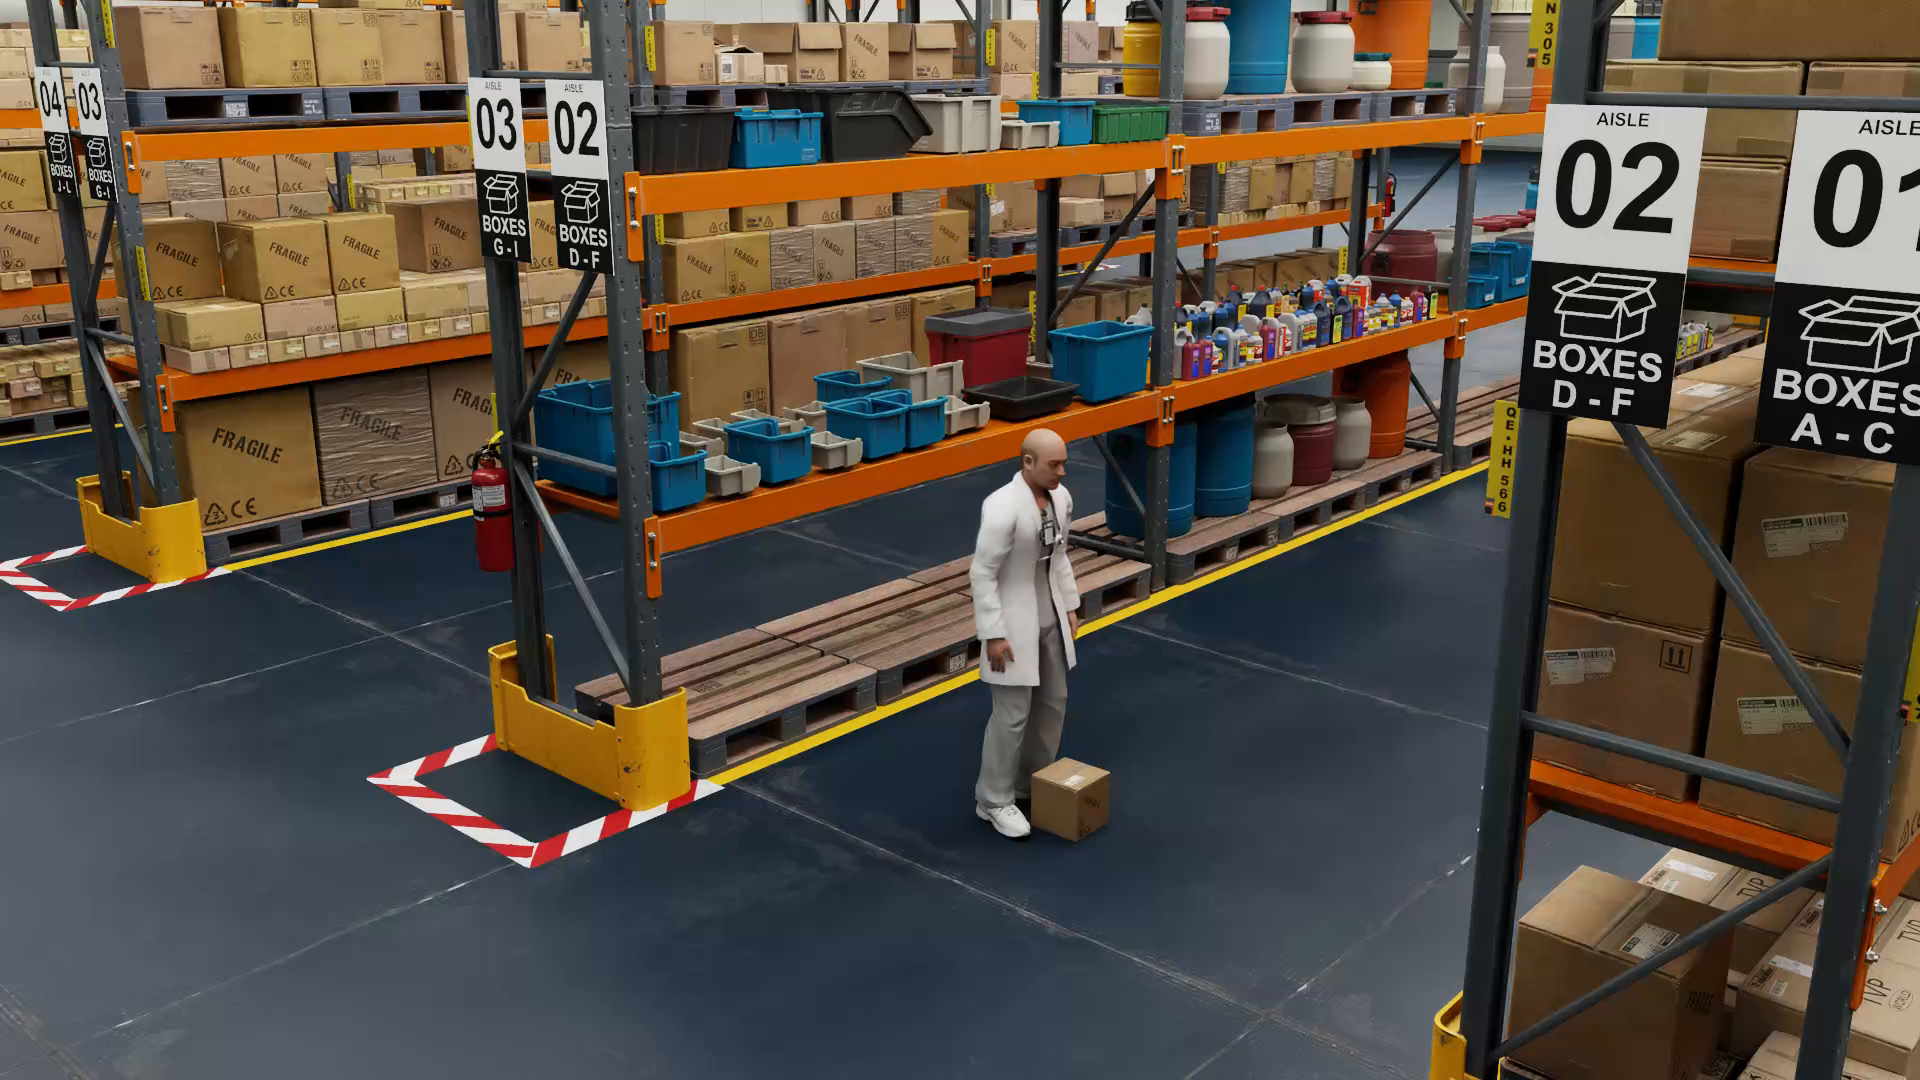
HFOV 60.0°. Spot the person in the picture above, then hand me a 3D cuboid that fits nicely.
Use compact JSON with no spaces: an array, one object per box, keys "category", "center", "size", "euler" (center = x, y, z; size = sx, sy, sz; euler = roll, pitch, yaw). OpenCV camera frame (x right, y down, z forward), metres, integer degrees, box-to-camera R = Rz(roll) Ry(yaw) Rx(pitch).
[{"category":"person","center":[0.302,0.375,7.316],"size":[0.419,1.774,0.644],"euler":[14,22,39]}]
